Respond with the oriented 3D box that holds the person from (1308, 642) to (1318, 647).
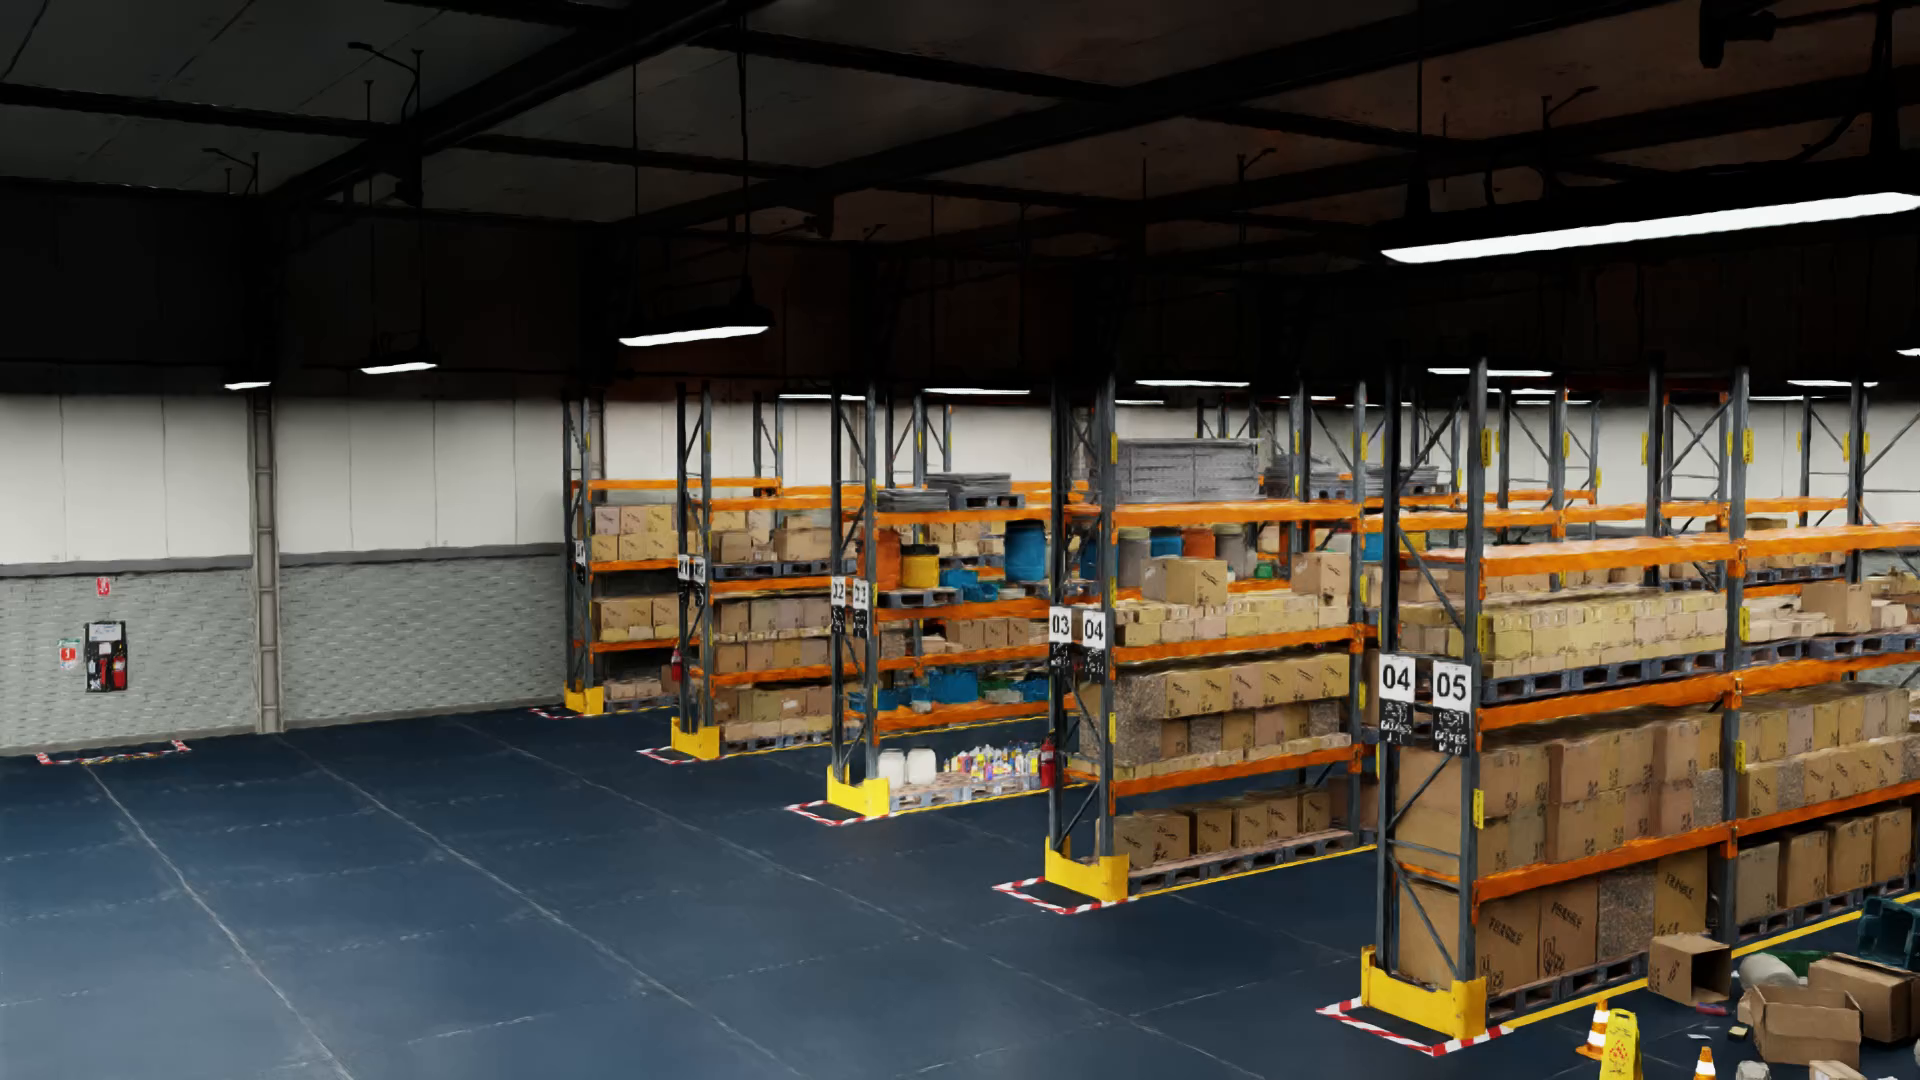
[{"bbox_3d":[6.681,2.271,32.127,0.535,1.676,0.682,-3,5,-37],"label":"person"}]
